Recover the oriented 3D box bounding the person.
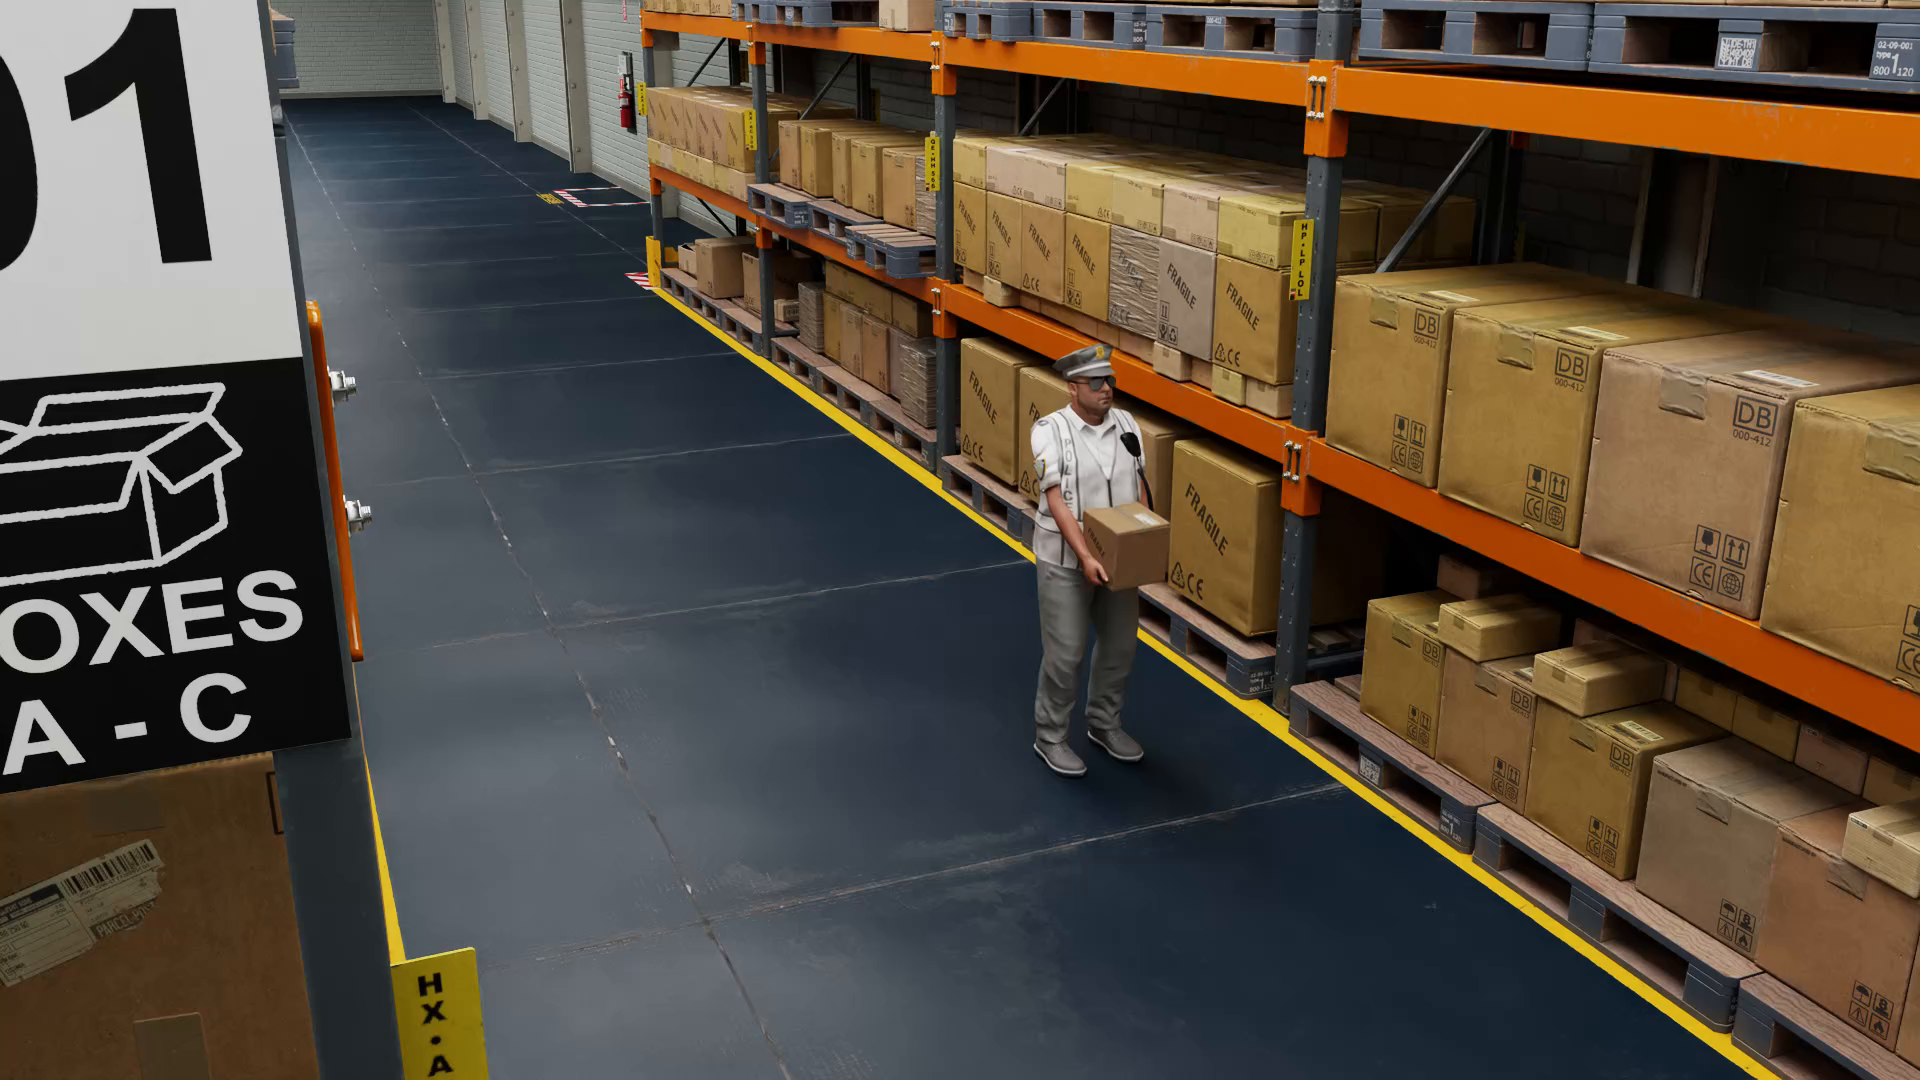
[{"bbox_3d":[0.571,0.090,6.765,0.493,1.762,0.566,-10,21,-27],"label":"person"}]
